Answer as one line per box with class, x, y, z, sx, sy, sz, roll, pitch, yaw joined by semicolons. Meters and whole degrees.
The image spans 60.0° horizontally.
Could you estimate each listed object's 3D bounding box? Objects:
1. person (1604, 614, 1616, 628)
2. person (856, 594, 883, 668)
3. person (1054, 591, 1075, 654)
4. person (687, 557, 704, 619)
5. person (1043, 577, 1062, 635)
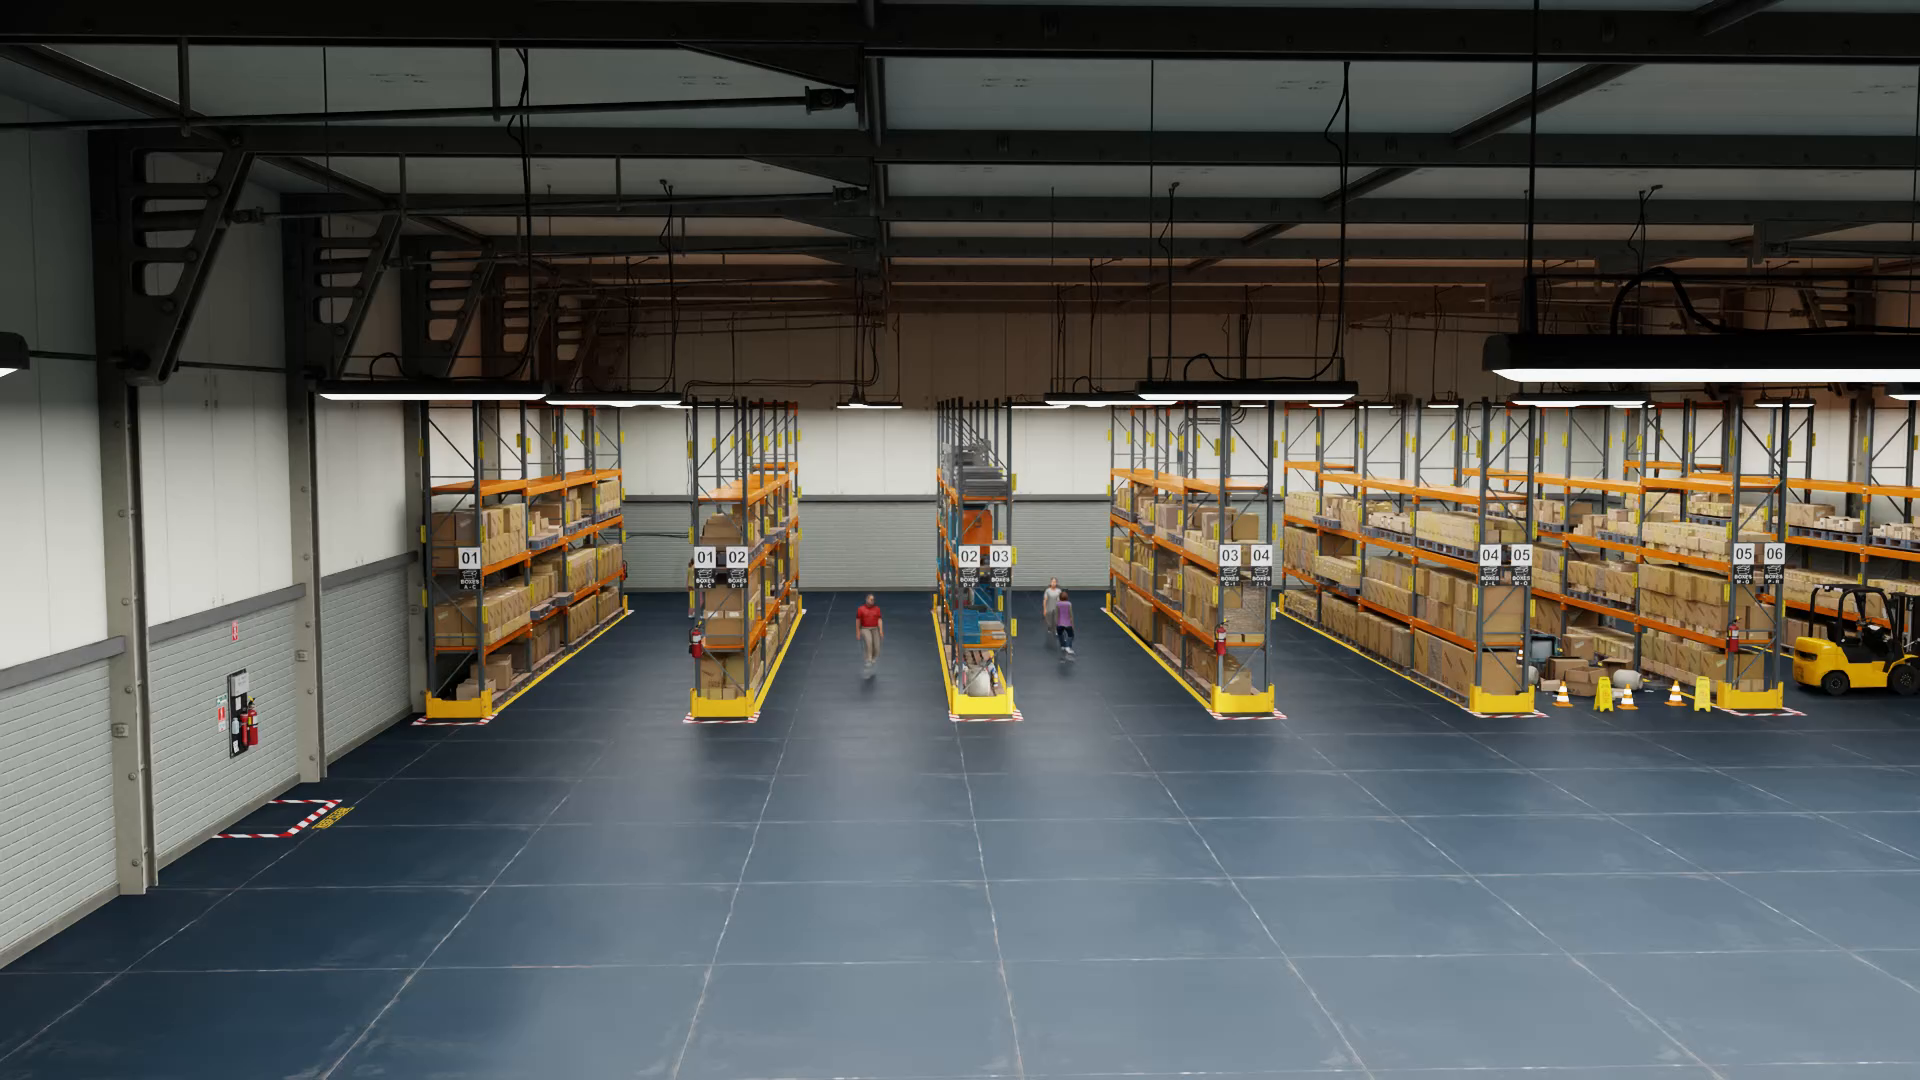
person;17.179;1.503;43.961;0.517;1.702;0.373;-3;5;-34
person;-1.901;1.958;35.919;0.558;1.538;0.671;-2;5;-23
person;2.378;1.868;37.879;0.463;1.403;0.611;0;4;2
person;-7.373;1.336;46.094;0.377;1.709;0.533;-4;6;-44
person;2.285;1.615;40.726;0.514;1.399;1.086;0;4;-6
